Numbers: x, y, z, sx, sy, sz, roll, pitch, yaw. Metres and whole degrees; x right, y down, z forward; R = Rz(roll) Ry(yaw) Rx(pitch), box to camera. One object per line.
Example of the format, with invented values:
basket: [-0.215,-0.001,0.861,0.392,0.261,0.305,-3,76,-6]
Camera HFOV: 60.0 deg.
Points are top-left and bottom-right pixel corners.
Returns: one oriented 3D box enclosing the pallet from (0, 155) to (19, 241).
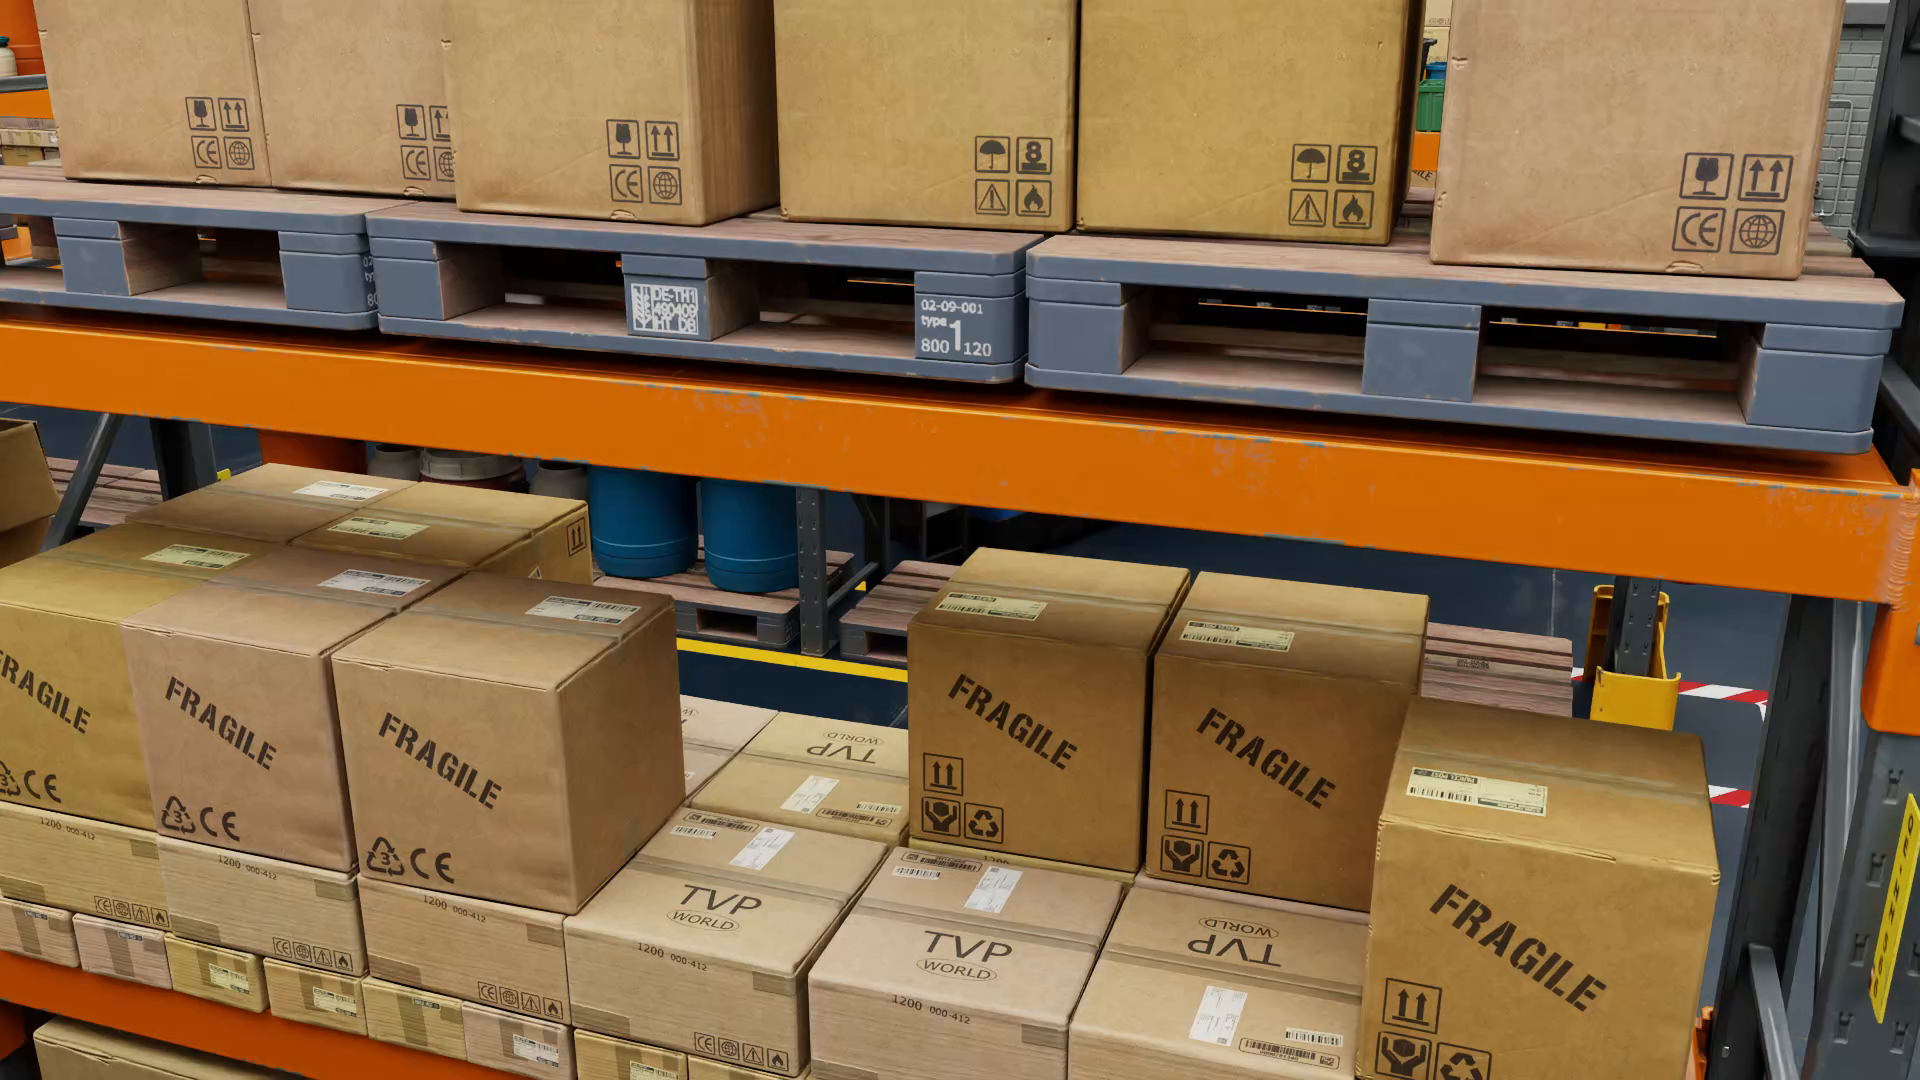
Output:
pallet: [-3.130,-0.822,4.110,1.217,0.209,0.805,6,20,16]

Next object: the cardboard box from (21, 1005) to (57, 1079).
cardboard box: [-2.858,1.330,4.794,0.875,0.875,1.225,7,20,18]

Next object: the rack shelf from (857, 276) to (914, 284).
rack shelf: [-0.274,-1.481,9.551,0.480,0.518,0.431,16,25,39]

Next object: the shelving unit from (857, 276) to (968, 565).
shelving unit: [-0.274,-0.833,9.777,0.503,2.100,0.431,16,25,39]

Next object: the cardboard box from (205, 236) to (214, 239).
cardboard box: [-7.528,-2.650,16.021,0.500,0.500,0.500,7,20,18]

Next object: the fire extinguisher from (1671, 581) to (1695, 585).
fire extinguisher: [3.150,-0.150,7.133,0.183,0.674,0.296,7,20,18]

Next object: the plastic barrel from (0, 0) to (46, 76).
plastic barrel: [-5.723,-3.230,10.076,0.708,0.830,0.600,7,20,18]

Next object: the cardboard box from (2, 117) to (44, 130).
cardboard box: [-8.867,-4.278,16.170,0.500,0.500,0.700,7,20,18]

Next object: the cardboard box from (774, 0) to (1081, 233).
cardboard box: [0.026,-0.868,3.009,0.500,0.500,0.700,5,20,14]

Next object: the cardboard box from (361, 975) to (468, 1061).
cardboard box: [-1.089,0.954,3.664,0.250,0.149,0.380,6,20,17]

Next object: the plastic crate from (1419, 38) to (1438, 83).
plastic crate: [1.804,-2.158,7.746,0.767,0.338,0.504,7,20,18]

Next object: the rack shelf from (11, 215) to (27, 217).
rack shelf: [-8.439,-3.232,16.385,4.000,0.370,1.077,7,20,18]

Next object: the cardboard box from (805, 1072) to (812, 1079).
cardboard box: [-0.124,1.065,3.346,0.250,0.149,0.380,7,20,18]

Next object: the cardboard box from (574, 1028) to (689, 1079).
cardboard box: [-0.604,1.010,3.504,0.250,0.149,0.380,6,20,16]

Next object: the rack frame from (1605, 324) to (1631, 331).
rack frame: [4.786,-2.060,11.928,0.127,3.000,1.000,7,20,18]

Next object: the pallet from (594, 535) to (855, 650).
pallet: [-1.337,0.268,9.486,1.213,0.211,1.003,7,20,18]

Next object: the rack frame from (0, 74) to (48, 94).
rack frame: [-2.247,-2.245,3.345,0.127,3.000,1.000,7,20,18]

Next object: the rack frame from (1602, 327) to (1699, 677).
rack frame: [3.157,-0.520,7.511,0.127,3.000,1.000,7,20,18]

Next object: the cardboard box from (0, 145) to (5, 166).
cardboard box: [-9.394,-3.726,16.555,0.500,0.500,0.700,7,20,19]

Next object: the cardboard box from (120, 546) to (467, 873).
cardboard box: [-1.416,0.351,3.649,0.500,0.500,0.500,7,20,18]

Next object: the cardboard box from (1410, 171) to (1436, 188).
cardboard box: [3.306,-2.651,11.952,0.500,0.500,0.500,7,20,20]

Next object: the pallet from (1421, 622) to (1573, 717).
pallet: [2.390,0.696,8.260,1.213,0.211,1.003,7,20,18]

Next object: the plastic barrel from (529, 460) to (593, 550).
plastic barrel: [-2.303,-0.205,9.749,0.421,0.512,0.421,0,19,0]

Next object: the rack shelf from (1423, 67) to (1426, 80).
rack shelf: [2.896,-3.353,12.173,4.000,0.370,1.077,7,20,18]

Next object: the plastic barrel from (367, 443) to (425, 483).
plastic barrel: [-3.370,-0.327,10.099,0.421,0.512,0.421,0,19,0]

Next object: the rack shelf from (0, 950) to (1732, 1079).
rack shelf: [-0.358,1.144,3.831,4.000,0.370,1.077,7,20,18]

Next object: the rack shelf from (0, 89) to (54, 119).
rack shelf: [-6.290,-2.677,10.234,4.000,0.370,1.077,7,20,18]

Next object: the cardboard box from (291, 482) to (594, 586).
cardboard box: [-1.253,0.186,4.122,0.500,0.500,0.500,7,20,19]

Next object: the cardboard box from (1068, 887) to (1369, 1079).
cardboard box: [0.507,0.925,3.140,0.500,0.250,0.500,6,20,17]

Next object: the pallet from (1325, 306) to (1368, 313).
pallet: [4.478,-2.478,17.364,1.213,0.211,1.003,7,20,18]

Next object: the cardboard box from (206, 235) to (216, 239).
cardboard box: [-7.360,-2.809,16.478,0.500,0.500,0.500,7,20,18]

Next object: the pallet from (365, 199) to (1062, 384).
pallet: [-0.329,-0.563,3.211,1.213,0.211,1.003,7,20,18]

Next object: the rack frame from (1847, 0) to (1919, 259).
rack frame: [1.531,-1.813,2.106,0.127,3.000,1.000,7,20,18]

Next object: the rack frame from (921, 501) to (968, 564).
rack frame: [-0.091,-0.780,9.623,0.015,2.100,0.400,16,25,39]

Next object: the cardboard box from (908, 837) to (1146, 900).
cardboard box: [0.200,0.705,3.772,0.500,0.250,0.500,6,20,16]

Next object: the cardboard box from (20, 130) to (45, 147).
cardboard box: [-8.811,-3.894,16.052,0.250,0.149,0.380,6,20,17]

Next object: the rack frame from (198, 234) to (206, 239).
rack frame: [-4.400,-1.384,9.990,0.127,3.000,1.000,7,20,18]

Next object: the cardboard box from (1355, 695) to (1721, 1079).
cardboard box: [0.985,0.625,2.862,0.500,0.500,0.500,7,20,19]

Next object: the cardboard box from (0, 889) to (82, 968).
cardboard box: [-2.077,0.842,3.985,0.250,0.149,0.380,7,20,18]

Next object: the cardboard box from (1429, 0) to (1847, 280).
cardboard box: [1.022,-0.729,2.611,0.500,0.500,0.700,5,20,15]

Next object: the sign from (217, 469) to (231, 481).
sign: [-2.067,-0.031,4.672,0.005,0.325,0.100,7,20,18]

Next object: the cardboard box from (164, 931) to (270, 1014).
cardboard box: [-1.580,0.899,3.823,0.250,0.149,0.380,7,20,20]

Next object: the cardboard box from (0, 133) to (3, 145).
cardboard box: [-9.305,-3.949,16.211,0.250,0.149,0.380,6,20,17]

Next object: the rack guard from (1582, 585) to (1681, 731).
rack guard: [3.183,0.659,7.927,0.348,0.500,1.175,7,20,18]

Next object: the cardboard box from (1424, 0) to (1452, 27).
cardboard box: [3.273,-3.727,11.622,0.500,0.250,0.500,7,20,18]

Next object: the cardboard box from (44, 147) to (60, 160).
cardboard box: [-8.428,-3.614,16.236,0.500,0.500,0.700,7,20,20]

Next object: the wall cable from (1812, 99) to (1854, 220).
wall cable: [7.928,-4.236,16.628,1.851,1.984,0.084,7,20,18]

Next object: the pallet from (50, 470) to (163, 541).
pallet: [-5.119,-0.163,10.724,1.213,0.211,1.003,7,20,18]

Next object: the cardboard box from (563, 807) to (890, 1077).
cardboard box: [-0.467,0.816,3.455,0.500,0.250,0.500,7,20,18]

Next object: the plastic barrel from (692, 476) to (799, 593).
plastic barrel: [-1.130,-0.224,9.211,0.708,0.901,0.600,7,20,18]

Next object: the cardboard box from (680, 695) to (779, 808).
cardboard box: [-0.772,0.595,4.089,0.500,0.250,0.500,7,20,19]

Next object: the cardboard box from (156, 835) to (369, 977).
cardboard box: [-1.421,0.706,3.770,0.500,0.250,0.500,6,20,18]

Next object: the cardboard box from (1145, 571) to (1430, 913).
cardboard box: [0.694,0.406,3.490,0.500,0.500,0.500,6,20,17]

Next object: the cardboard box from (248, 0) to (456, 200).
cardboard box: [-0.982,-0.996,3.377,0.500,0.500,0.700,8,21,21]

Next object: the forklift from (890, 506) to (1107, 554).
forklift: [0.845,-1.672,10.920,1.130,2.935,3.031,17,25,40]

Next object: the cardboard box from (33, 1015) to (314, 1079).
cardboard box: [-1.650,1.489,4.337,0.875,0.875,0.875,7,20,18]
